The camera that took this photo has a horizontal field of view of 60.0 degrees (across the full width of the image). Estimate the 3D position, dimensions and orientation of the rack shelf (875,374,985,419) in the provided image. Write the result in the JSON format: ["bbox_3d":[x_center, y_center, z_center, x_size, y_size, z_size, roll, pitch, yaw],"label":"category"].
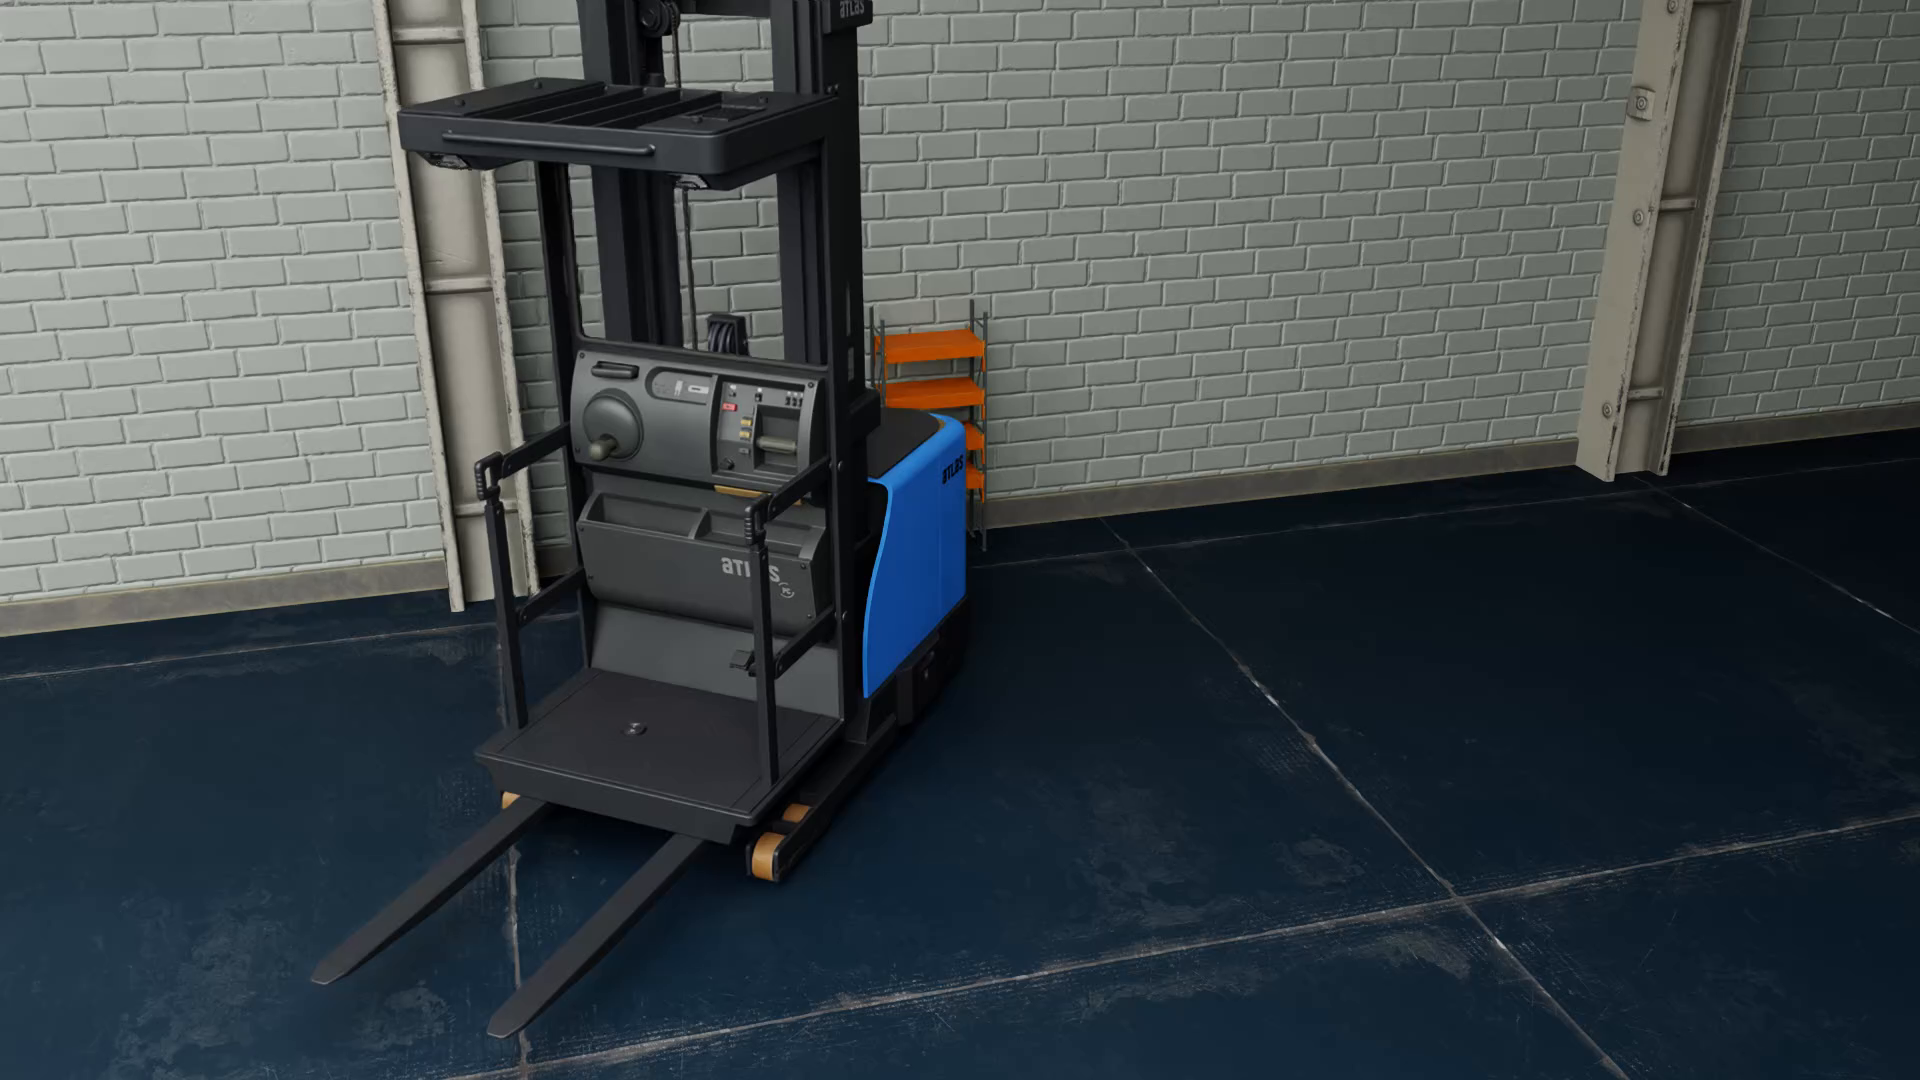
[{"bbox_3d":[-0.147,-0.658,7.864,0.480,0.148,0.258,-7,24,-15],"label":"rack shelf"}]

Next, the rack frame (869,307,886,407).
[{"bbox_3d":[-0.381,-0.487,7.863,0.015,1.200,0.240,-7,24,-15],"label":"rack frame"}]

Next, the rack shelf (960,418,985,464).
[{"bbox_3d":[-0.147,-0.452,7.952,0.480,0.148,0.258,-7,24,-15],"label":"rack shelf"}]

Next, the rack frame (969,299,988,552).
[{"bbox_3d":[0.087,-0.541,7.988,0.015,1.200,0.240,-7,24,-15],"label":"rack frame"}]

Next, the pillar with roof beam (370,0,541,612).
[{"bbox_3d":[-0.978,-2.256,2.094,0.400,9.000,9.100,-6,24,-14],"label":"pillar with roof beam"}]

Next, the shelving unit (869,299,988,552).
[{"bbox_3d":[-0.147,-0.514,7.926,0.503,1.200,0.258,-7,24,-15],"label":"shelving unit"}]

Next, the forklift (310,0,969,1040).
[{"bbox_3d":[-0.983,-0.388,5.438,1.130,2.935,3.031,9,25,20],"label":"forklift"}]

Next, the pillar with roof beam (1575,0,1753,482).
[{"bbox_3d":[4.799,-2.895,3.584,0.400,9.000,9.100,-6,24,-14],"label":"pillar with roof beam"}]

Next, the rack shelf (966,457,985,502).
[{"bbox_3d":[-0.147,-0.270,8.030,0.480,0.148,0.258,-7,24,-15],"label":"rack shelf"}]

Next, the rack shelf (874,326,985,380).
[{"bbox_3d":[-0.147,-0.875,7.771,0.480,0.148,0.258,-7,24,-15],"label":"rack shelf"}]
